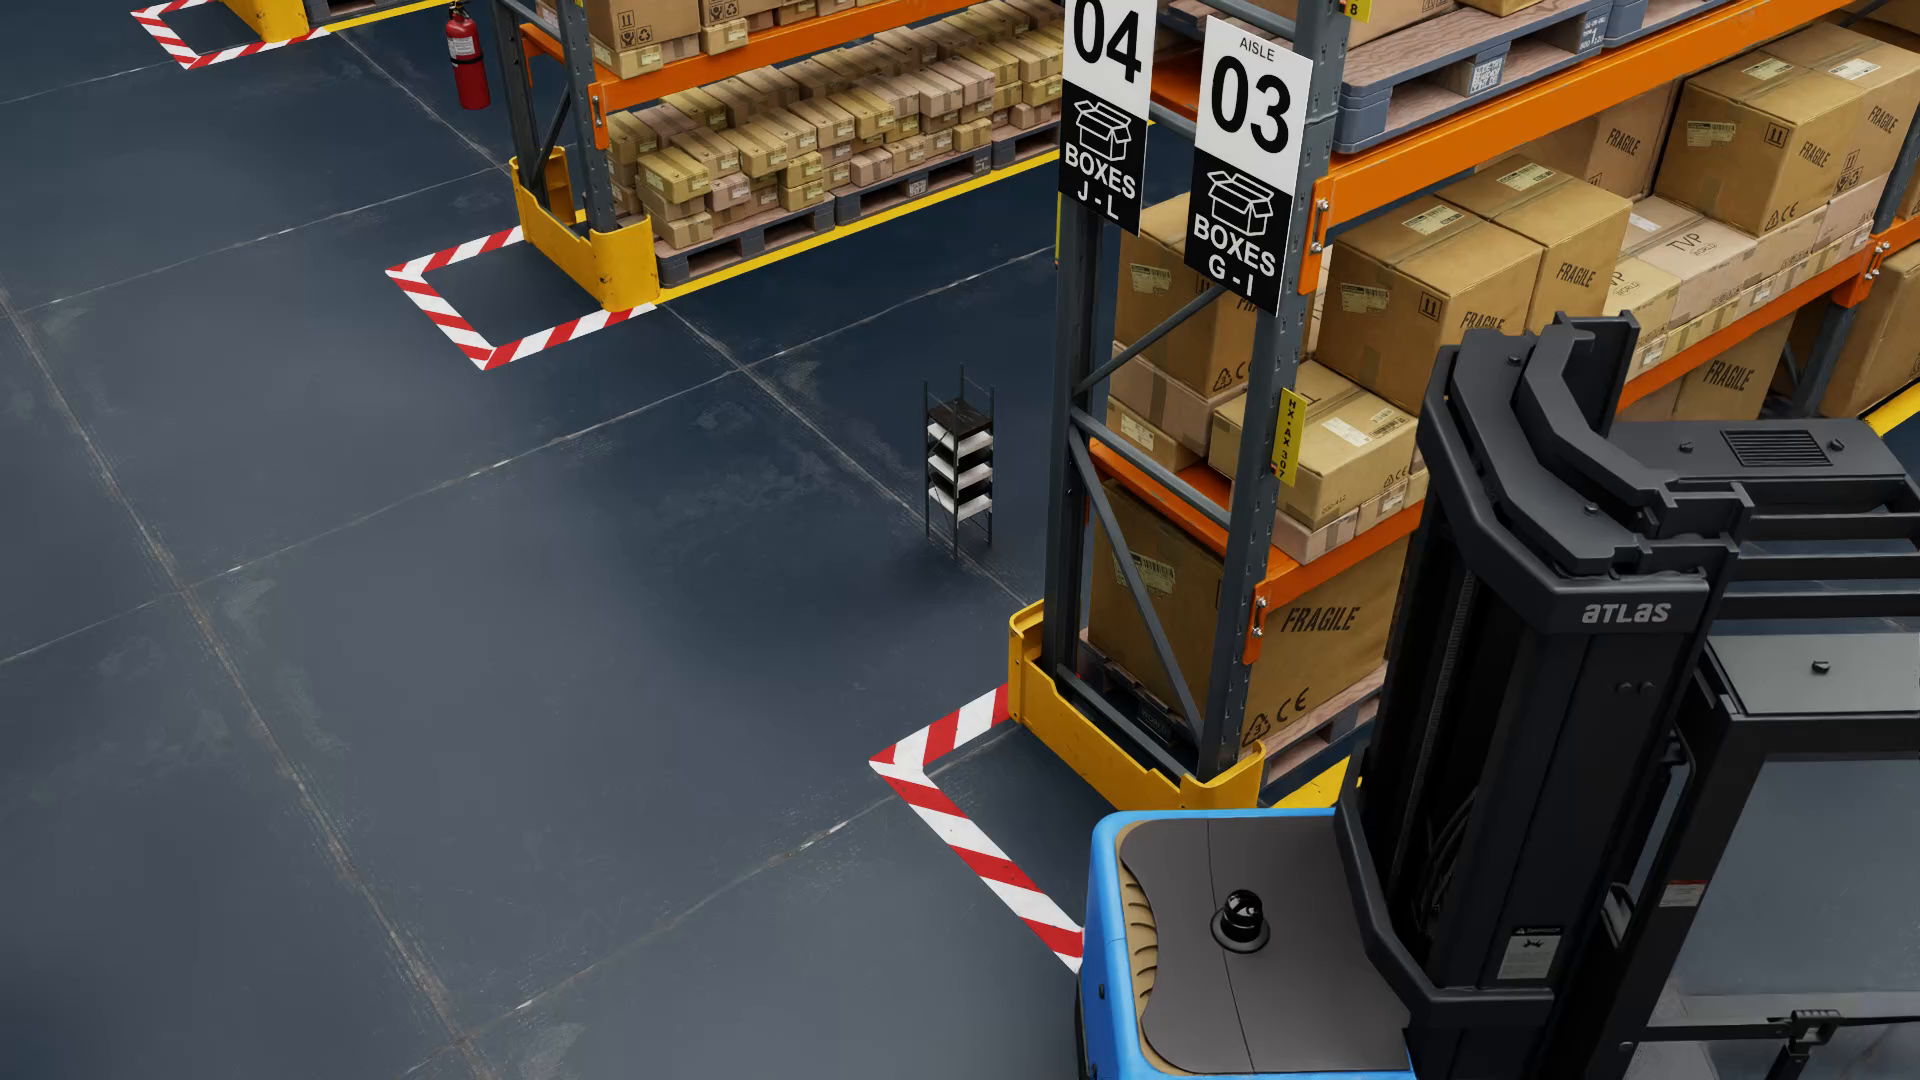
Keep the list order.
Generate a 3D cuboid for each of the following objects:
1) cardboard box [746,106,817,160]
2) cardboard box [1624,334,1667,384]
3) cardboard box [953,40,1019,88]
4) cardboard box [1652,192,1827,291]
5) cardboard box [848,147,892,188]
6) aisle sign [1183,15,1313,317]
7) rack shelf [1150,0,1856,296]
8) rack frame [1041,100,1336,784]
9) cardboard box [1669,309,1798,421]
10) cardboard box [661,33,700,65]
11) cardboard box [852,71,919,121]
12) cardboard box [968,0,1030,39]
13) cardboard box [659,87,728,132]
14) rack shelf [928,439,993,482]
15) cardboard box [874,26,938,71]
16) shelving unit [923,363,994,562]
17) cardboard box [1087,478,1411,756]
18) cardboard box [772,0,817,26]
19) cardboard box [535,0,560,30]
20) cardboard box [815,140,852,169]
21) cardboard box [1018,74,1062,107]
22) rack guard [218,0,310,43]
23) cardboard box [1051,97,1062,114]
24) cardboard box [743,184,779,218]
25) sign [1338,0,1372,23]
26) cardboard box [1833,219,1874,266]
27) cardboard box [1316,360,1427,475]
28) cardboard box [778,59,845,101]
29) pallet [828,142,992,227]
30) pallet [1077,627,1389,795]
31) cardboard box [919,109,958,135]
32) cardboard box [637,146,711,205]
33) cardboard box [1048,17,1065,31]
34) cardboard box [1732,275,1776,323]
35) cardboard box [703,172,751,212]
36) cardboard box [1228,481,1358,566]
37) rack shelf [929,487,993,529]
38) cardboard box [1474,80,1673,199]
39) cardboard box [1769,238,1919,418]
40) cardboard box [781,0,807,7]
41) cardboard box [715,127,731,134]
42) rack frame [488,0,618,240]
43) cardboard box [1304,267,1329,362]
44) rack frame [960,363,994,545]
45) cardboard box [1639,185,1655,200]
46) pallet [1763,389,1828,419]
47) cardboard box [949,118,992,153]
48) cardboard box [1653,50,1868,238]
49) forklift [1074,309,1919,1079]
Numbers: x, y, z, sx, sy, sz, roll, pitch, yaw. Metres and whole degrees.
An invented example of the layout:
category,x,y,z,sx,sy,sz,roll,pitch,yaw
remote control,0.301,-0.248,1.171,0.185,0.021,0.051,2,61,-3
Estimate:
category,x,y,z,sx,sy,sz,roll,pitch,yaw
cardboard box,-1.066,-2.425,9.922,0.250,0.149,0.380,-28,47,-30
cardboard box,2.593,-0.804,6.696,0.250,0.149,0.380,-25,46,-27
cardboard box,0.166,-3.054,10.688,0.250,0.149,0.380,-24,45,-27
cardboard box,3.257,-1.331,7.025,0.500,0.250,0.500,-25,45,-27
cardboard box,-0.632,-2.352,10.302,0.250,0.149,0.380,-28,47,-30
aisle sign,0.810,-1.059,4.759,0.004,0.787,0.394,-26,46,-28
rack shelf,2.271,-1.887,6.021,4.000,0.370,1.077,-26,46,-28
rack frame,0.685,-0.232,5.801,0.127,3.000,1.000,-26,46,-28
cardboard box,3.284,-0.904,7.965,0.875,0.875,0.875,-26,46,-28
cardboard box,-1.624,-2.748,9.066,0.250,0.149,0.380,-24,45,-27
cardboard box,-0.463,-2.751,10.320,0.250,0.149,0.380,-26,46,-28
cardboard box,0.260,-3.496,11.228,0.250,0.149,0.380,-24,45,-26
cardboard box,-1.630,-2.620,10.160,0.250,0.149,0.380,-27,46,-29
rack shelf,-0.006,-0.389,7.558,0.200,0.077,0.258,-26,46,-28
cardboard box,-0.355,-3.204,10.872,0.250,0.149,0.380,-25,46,-27
shelving unit,-0.006,-0.345,7.594,0.210,0.900,0.258,-26,46,-28
cardboard box,1.143,0.139,6.693,0.875,0.875,0.875,-26,46,-28
cardboard box,-1.026,-3.087,9.479,0.250,0.149,0.380,-26,46,-28
cardboard box,-2.171,-2.937,9.296,0.250,0.149,0.380,-26,46,-28
cardboard box,-0.872,-2.426,10.157,0.250,0.149,0.380,-28,47,-30
cardboard box,0.449,-2.982,10.835,0.250,0.149,0.380,-28,47,-29
rack guard,-5.373,-4.240,12.658,0.348,0.500,1.175,-26,46,-28
cardboard box,0.554,-2.990,11.080,0.250,0.149,0.380,-25,45,-27
cardboard box,-1.297,-2.109,10.006,0.250,0.149,0.380,-25,46,-28
sign,1.018,-1.479,4.205,0.005,0.325,0.100,-26,46,-28
cardboard box,3.814,-1.398,7.421,0.250,0.149,0.380,-26,46,-28
cardboard box,1.638,-0.543,6.064,0.500,0.250,0.500,-27,46,-29
cardboard box,-0.930,-2.866,10.460,0.250,0.149,0.380,-28,47,-29
pallet,-0.565,-2.482,10.742,1.213,0.211,1.003,-26,46,-28
pallet,1.271,0.498,7.111,1.213,0.211,1.003,-26,46,-28
cardboard box,-0.224,-2.732,10.531,0.250,0.149,0.380,-28,47,-30
cardboard box,-1.635,-2.087,9.511,0.250,0.149,0.380,-28,47,-30
cardboard box,0.791,-3.333,11.029,0.250,0.149,0.380,-25,45,-27
cardboard box,3.203,-1.100,7.058,0.250,0.149,0.380,-25,46,-27
cardboard box,-1.434,-2.092,9.750,0.250,0.149,0.380,-26,46,-28
cardboard box,1.167,-0.106,5.846,0.250,0.149,0.380,-25,46,-28
rack shelf,-0.006,-0.180,7.730,0.200,0.077,0.258,-26,46,-28
cardboard box,2.516,-1.679,6.857,0.500,0.500,0.500,-27,47,-29
cardboard box,4.352,-1.376,8.540,0.875,0.875,1.225,-26,46,-28
cardboard box,-0.928,-3.356,9.297,0.500,0.500,0.500,-25,46,-28
cardboard box,-1.602,-2.490,10.236,0.250,0.149,0.380,-28,47,-30
rack frame,-2.258,-2.766,8.890,0.127,3.000,1.000,-26,46,-28
cardboard box,1.310,-0.806,6.384,0.500,0.250,0.500,-27,46,-29
rack frame,0.074,-0.384,7.642,0.006,0.900,0.240,-26,46,-28
cardboard box,2.927,-1.596,7.347,0.500,0.250,0.500,-26,46,-28
pallet,4.422,-1.036,8.980,1.213,0.211,1.003,-26,46,-28
cardboard box,-0.010,-2.649,10.664,0.250,0.149,0.380,-26,46,-28
cardboard box,3.255,-1.621,6.787,0.500,0.500,0.500,-26,46,-28
forklift,1.921,0.823,4.570,3.031,2.935,1.130,-1,39,-1
